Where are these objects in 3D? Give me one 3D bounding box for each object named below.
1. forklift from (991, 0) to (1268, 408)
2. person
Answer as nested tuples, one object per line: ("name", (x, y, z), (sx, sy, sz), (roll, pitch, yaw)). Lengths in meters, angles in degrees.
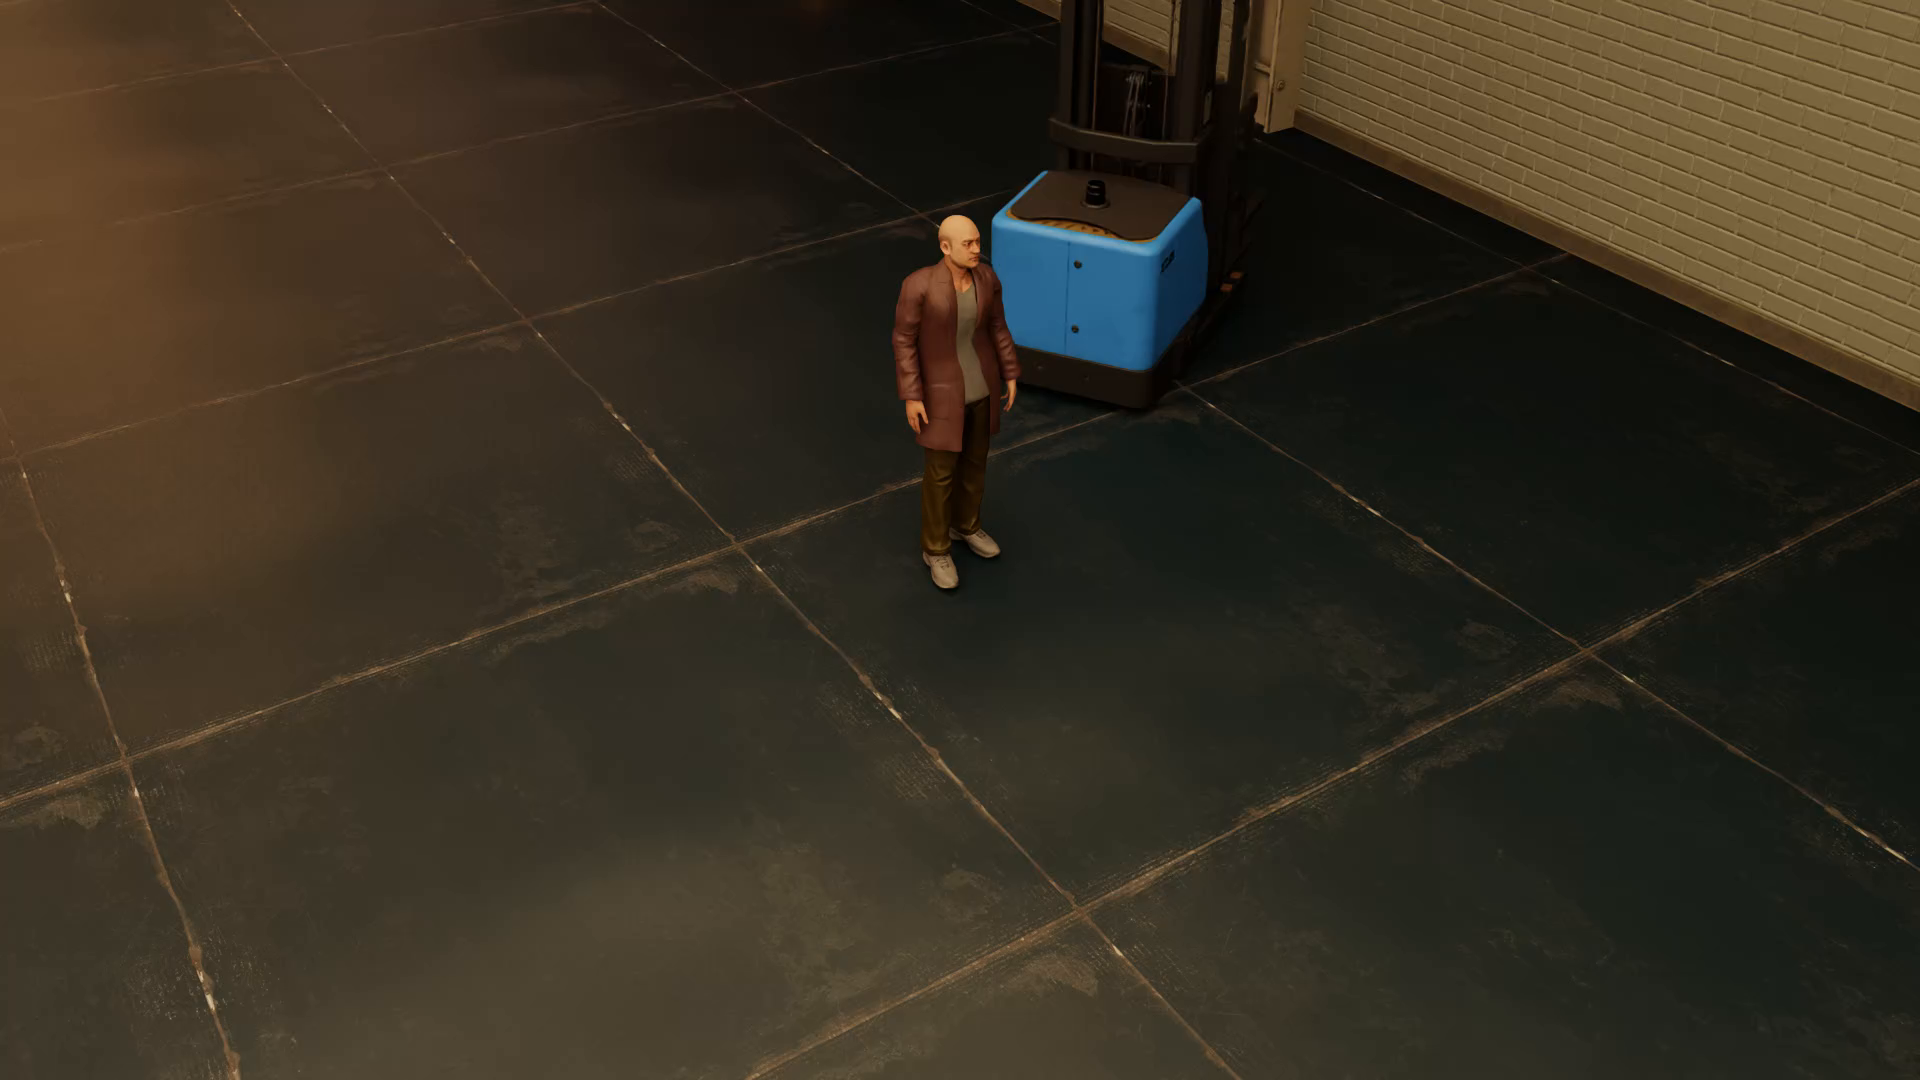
("forklift", (1.247, -2.802, 10.135), (1.130, 2.935, 3.031), (15, 38, 20))
("person", (0.045, -0.688, 8.118), (0.694, 1.775, 0.582), (-21, 40, -27))
